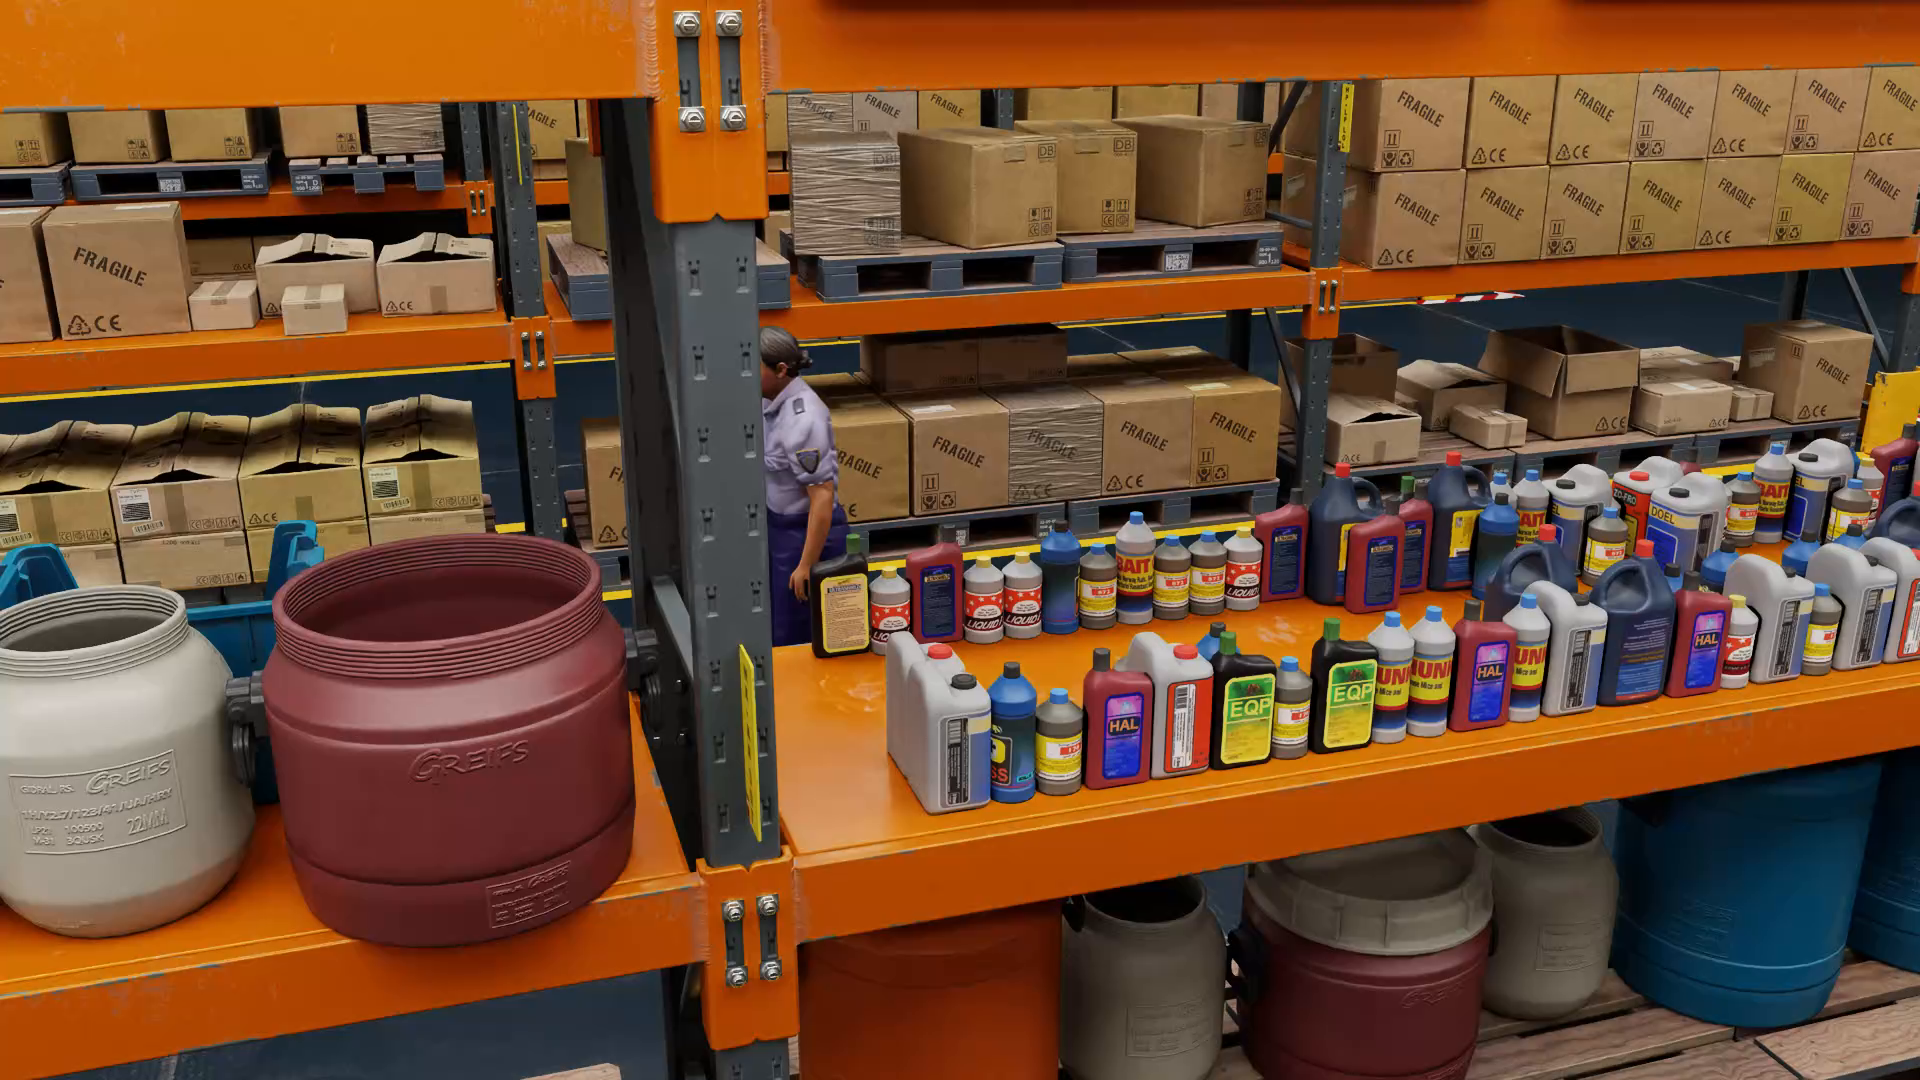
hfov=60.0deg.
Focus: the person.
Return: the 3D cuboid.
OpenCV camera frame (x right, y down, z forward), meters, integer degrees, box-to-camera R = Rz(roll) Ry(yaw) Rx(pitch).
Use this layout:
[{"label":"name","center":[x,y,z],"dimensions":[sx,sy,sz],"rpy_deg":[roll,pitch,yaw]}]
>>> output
[{"label":"person","center":[-0.586,0.027,6.003],"dimensions":[0.367,1.651,0.547],"rpy_deg":[-7,20,-18]}]
